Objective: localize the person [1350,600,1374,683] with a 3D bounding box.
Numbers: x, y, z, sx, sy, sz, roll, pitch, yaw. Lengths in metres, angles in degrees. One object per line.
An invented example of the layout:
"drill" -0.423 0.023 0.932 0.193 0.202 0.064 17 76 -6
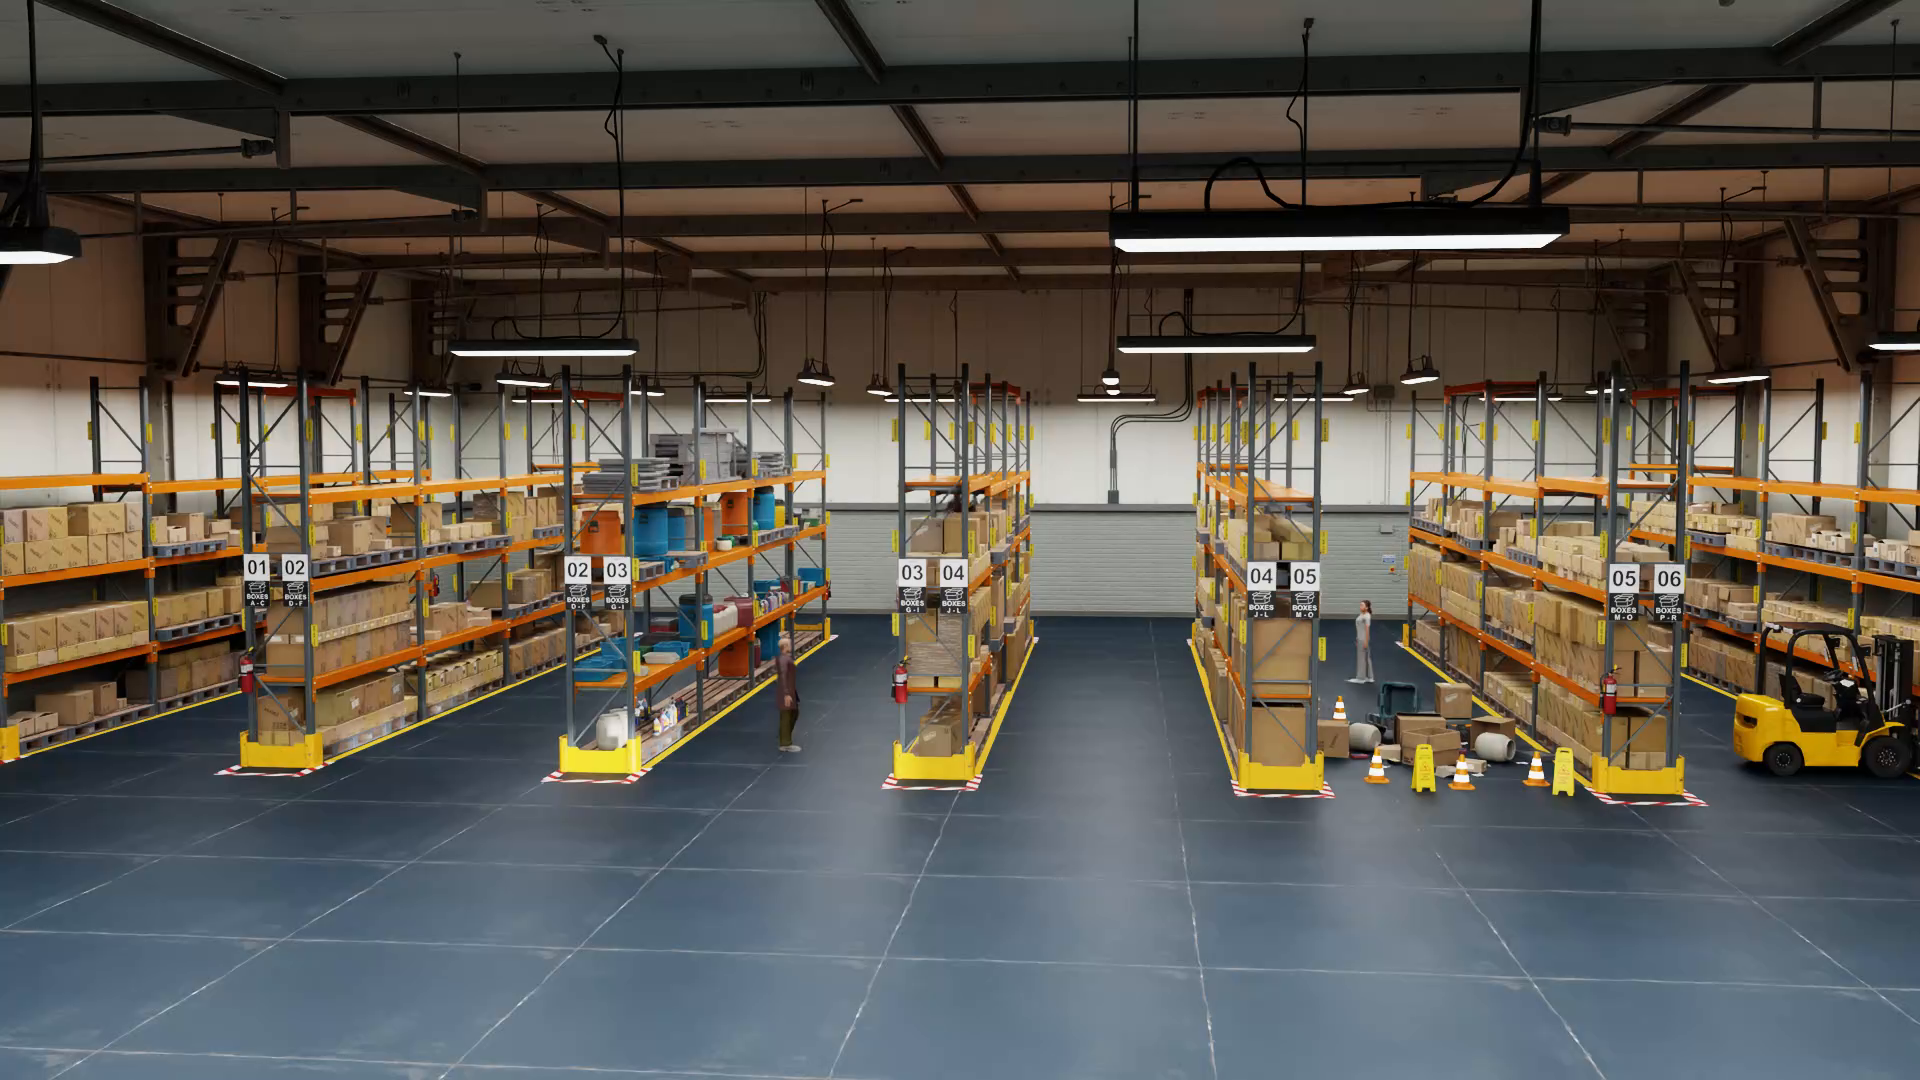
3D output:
"person" 8.088 2.031 33.389 0.451 1.670 0.477 1 4 21

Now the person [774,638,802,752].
"person" -2.725 2.451 26.246 0.454 1.816 0.679 0 4 -2

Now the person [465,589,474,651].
"person" -10.818 1.863 36.726 0.395 1.551 0.823 0 4 5
